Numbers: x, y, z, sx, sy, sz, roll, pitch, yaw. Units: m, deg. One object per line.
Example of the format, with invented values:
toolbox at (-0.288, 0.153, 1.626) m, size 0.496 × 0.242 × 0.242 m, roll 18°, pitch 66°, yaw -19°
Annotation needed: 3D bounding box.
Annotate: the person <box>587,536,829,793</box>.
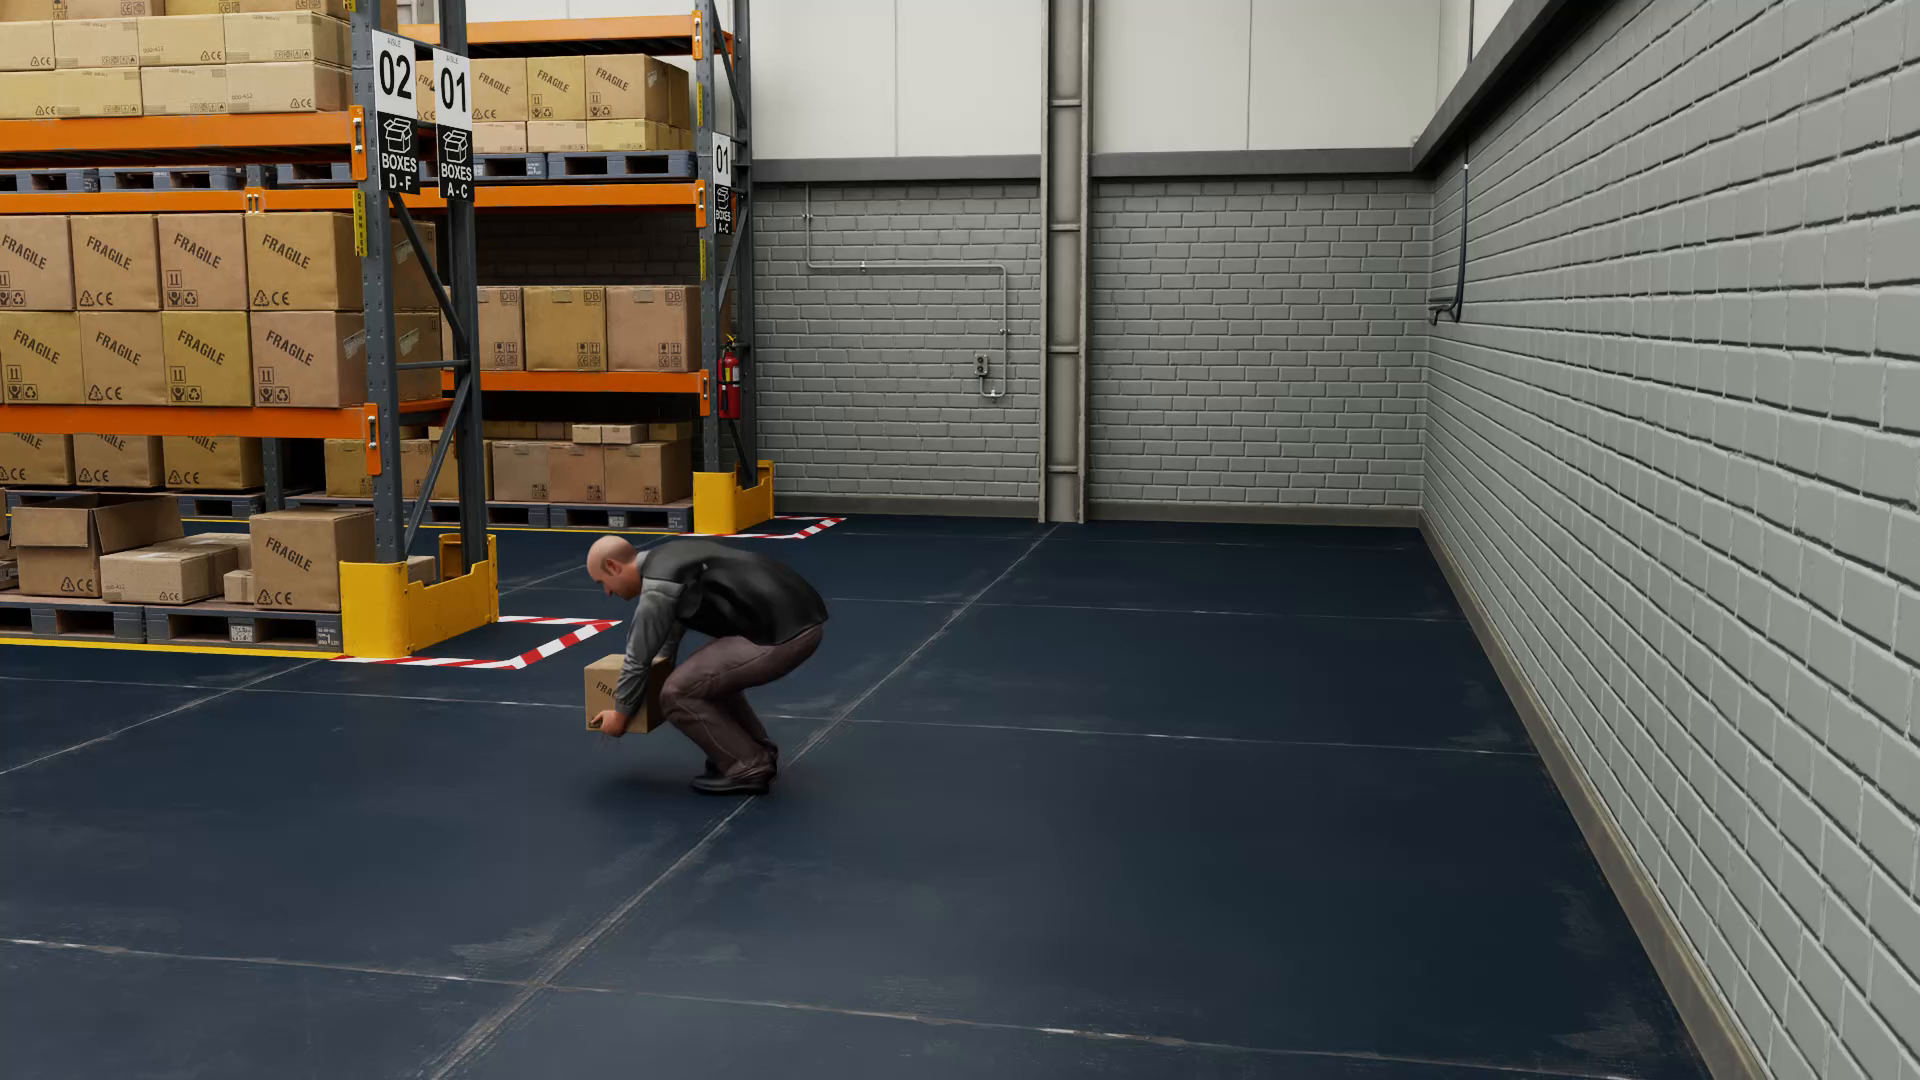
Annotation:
person at (-0.973, 0.463, 6.381) m, size 0.916 × 0.953 × 0.508 m, roll 1°, pitch 8°, yaw 9°
